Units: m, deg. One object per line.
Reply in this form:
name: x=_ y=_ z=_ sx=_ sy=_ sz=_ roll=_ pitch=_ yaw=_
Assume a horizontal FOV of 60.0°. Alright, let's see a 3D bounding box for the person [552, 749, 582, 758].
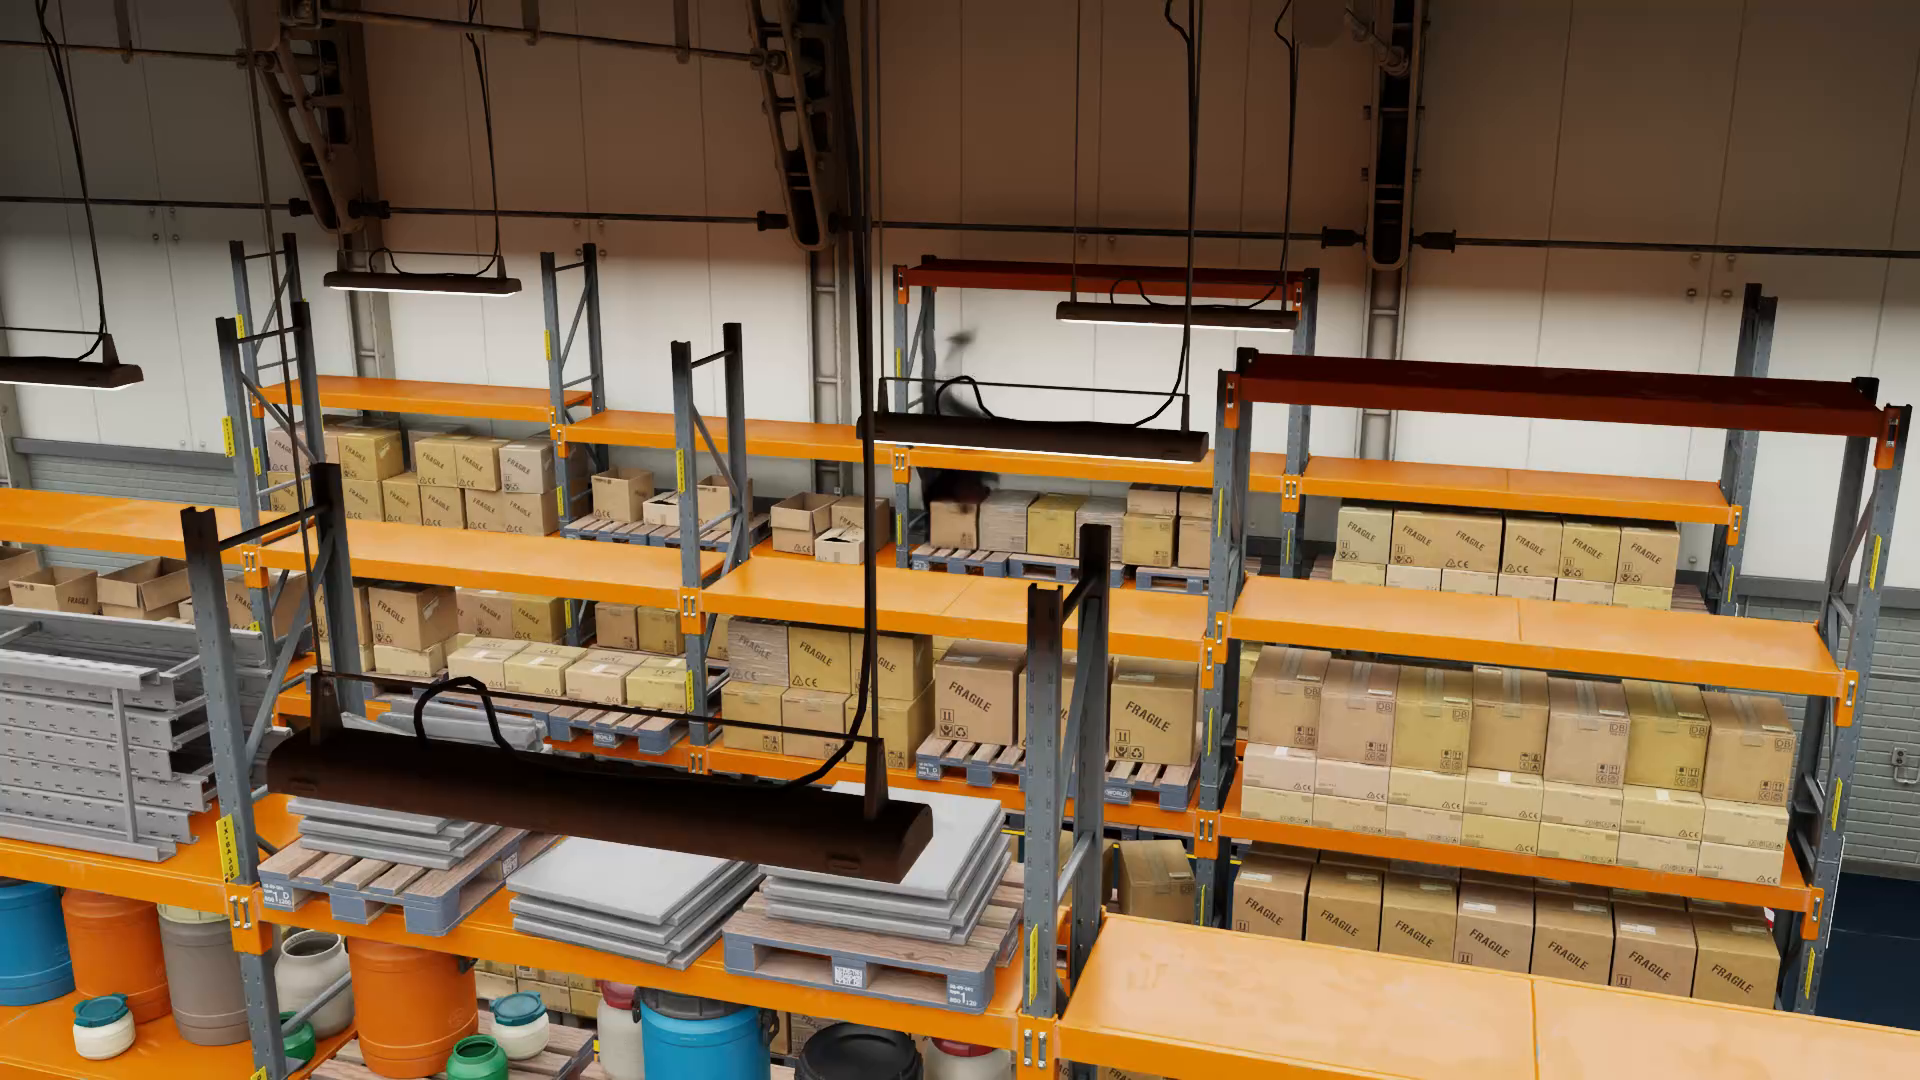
person: x=-4.001 y=2.538 z=16.724 sx=0.663 sy=1.735 sz=0.640 roll=2 pitch=16 yaw=7
